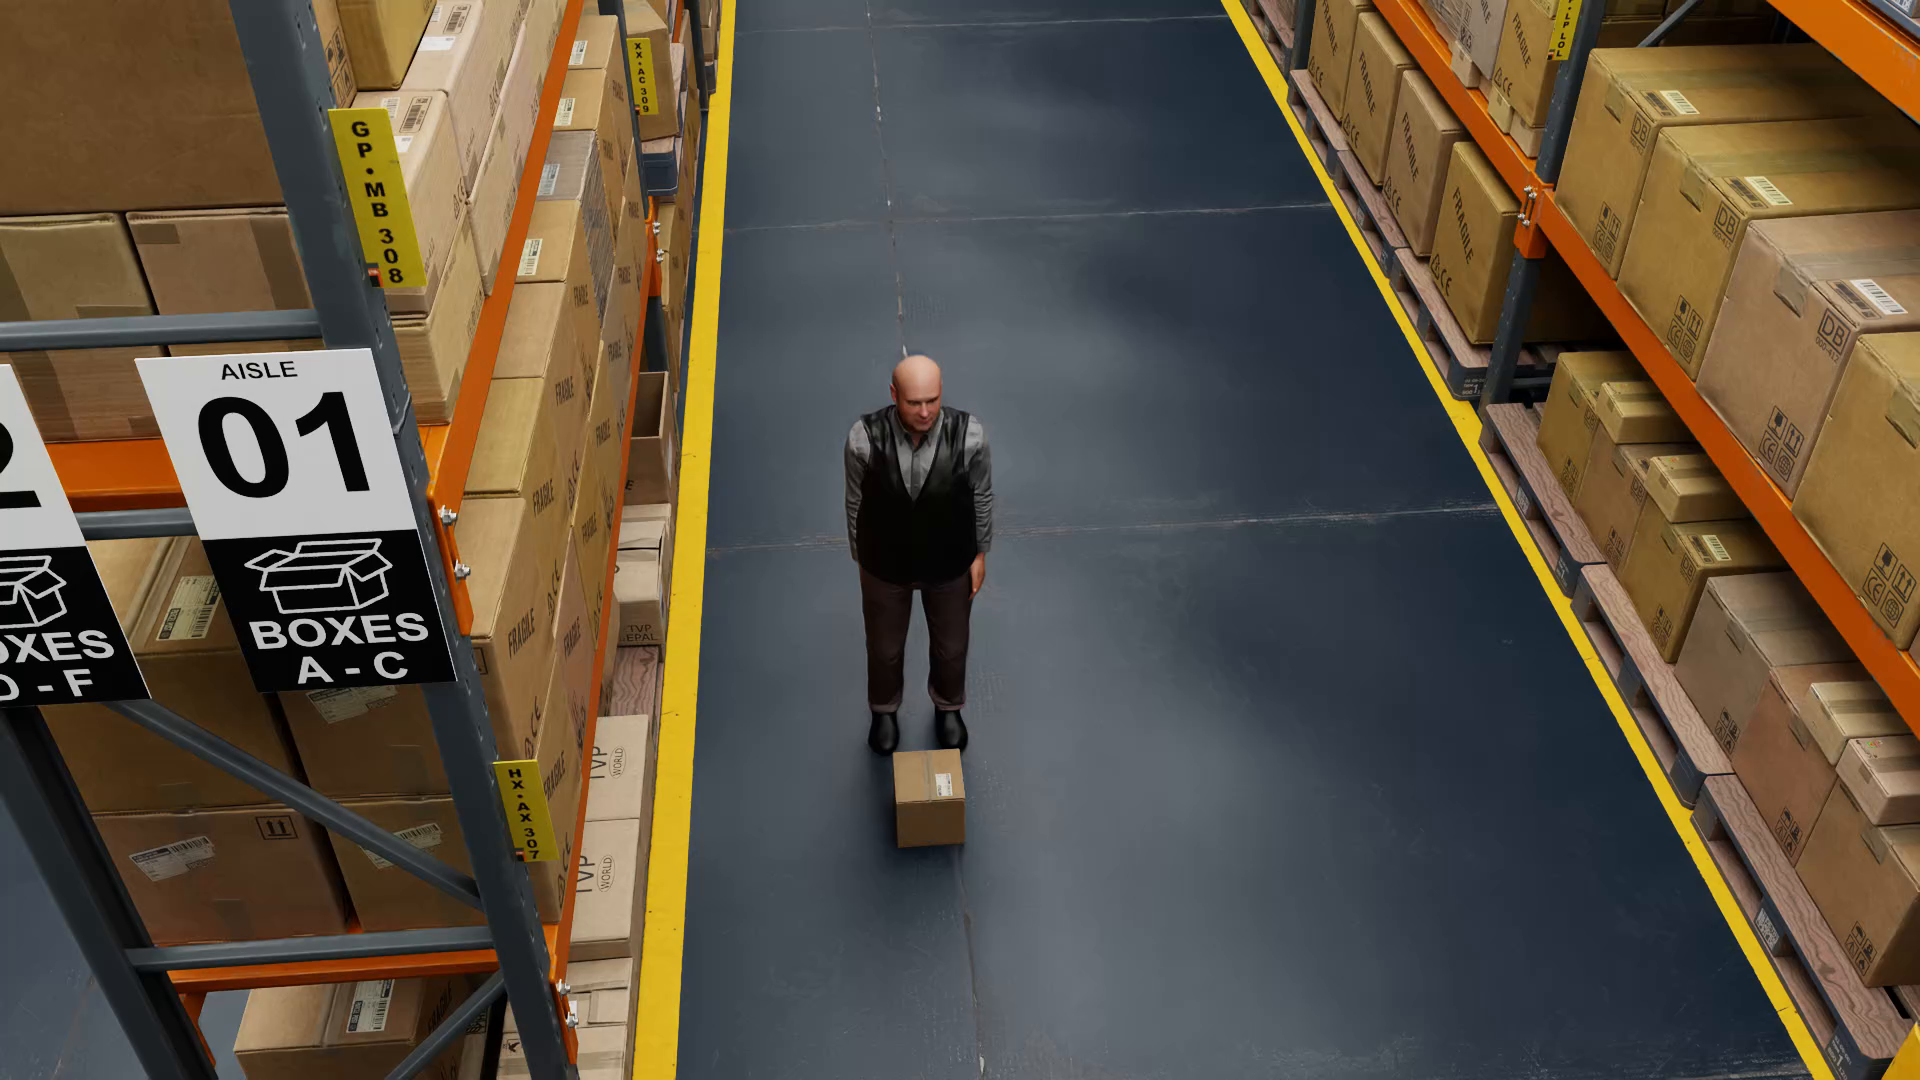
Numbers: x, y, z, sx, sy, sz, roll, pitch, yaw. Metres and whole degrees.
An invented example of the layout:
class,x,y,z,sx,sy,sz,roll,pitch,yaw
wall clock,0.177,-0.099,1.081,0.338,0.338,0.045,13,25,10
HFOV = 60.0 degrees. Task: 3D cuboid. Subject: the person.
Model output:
class,x,y,z,sx,sy,sz,roll,pitch,yaw
person,-0.142,0.081,6.081,0.532,1.719,0.360,-2,39,-3
